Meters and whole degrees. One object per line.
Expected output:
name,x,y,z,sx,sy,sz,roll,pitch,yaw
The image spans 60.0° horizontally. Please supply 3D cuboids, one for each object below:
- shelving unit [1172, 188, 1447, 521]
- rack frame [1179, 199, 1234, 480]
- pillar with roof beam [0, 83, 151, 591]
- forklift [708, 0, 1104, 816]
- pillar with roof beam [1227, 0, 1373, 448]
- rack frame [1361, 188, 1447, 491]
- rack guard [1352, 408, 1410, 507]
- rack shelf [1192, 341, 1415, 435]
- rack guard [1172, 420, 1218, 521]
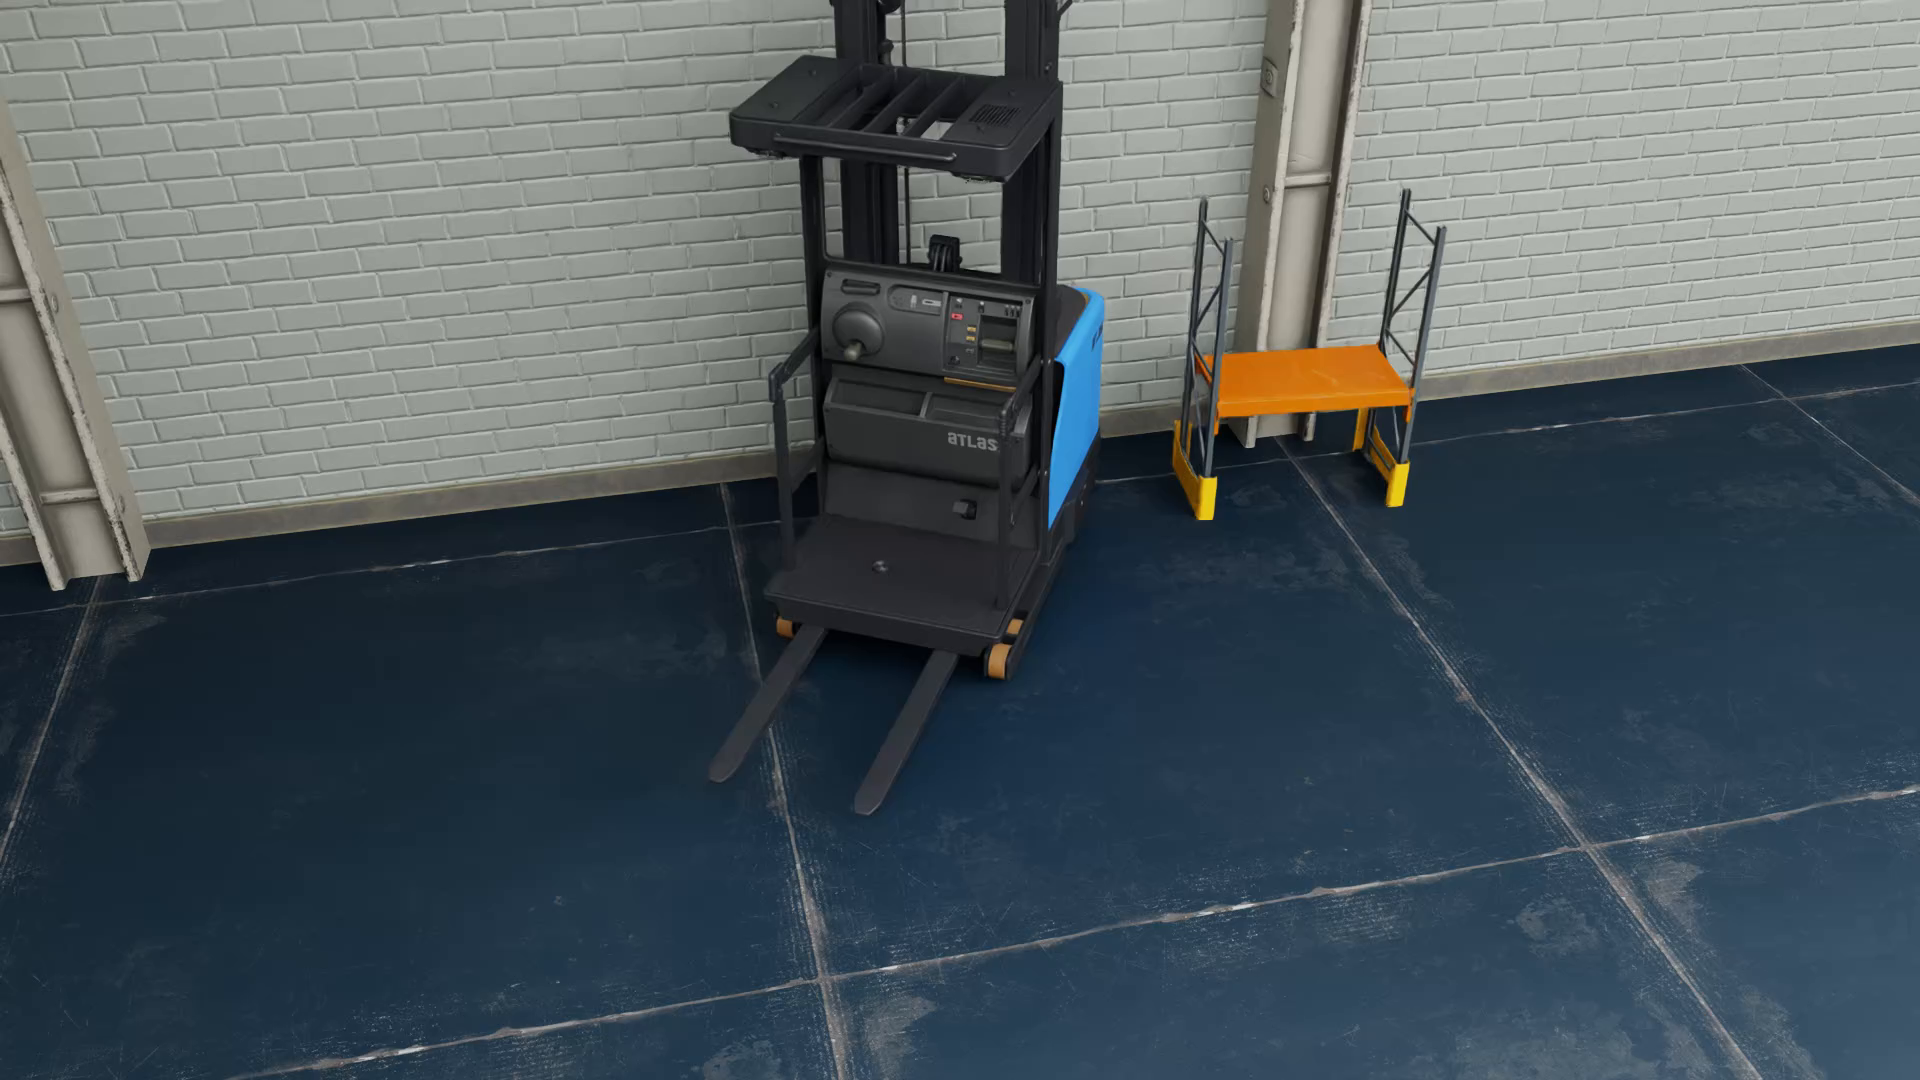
shelving unit,1.698,-0.919,8.273,1.083,1.500,0.587,-4,34,-6
rack frame,1.203,-0.881,8.218,0.032,1.500,0.500,-4,34,-6
pillar with roof beam,-3.202,-1.264,2.058,0.400,9.000,9.100,-7,35,-11
forklift,-0.208,-0.851,6.887,1.130,2.935,3.031,10,35,14
pillar with roof beam,2.650,-2.001,3.157,0.400,9.000,9.100,-7,35,-11
rack frame,2.211,-0.957,8.330,0.032,1.500,0.500,-4,34,-6
rack guard,2.191,-0.437,8.677,0.087,0.250,0.587,-4,34,-6
rack shelf,1.707,-0.770,8.374,1.000,0.185,0.538,-4,34,-6
rack guard,1.204,-0.363,8.566,0.087,0.250,0.587,-4,34,-6
